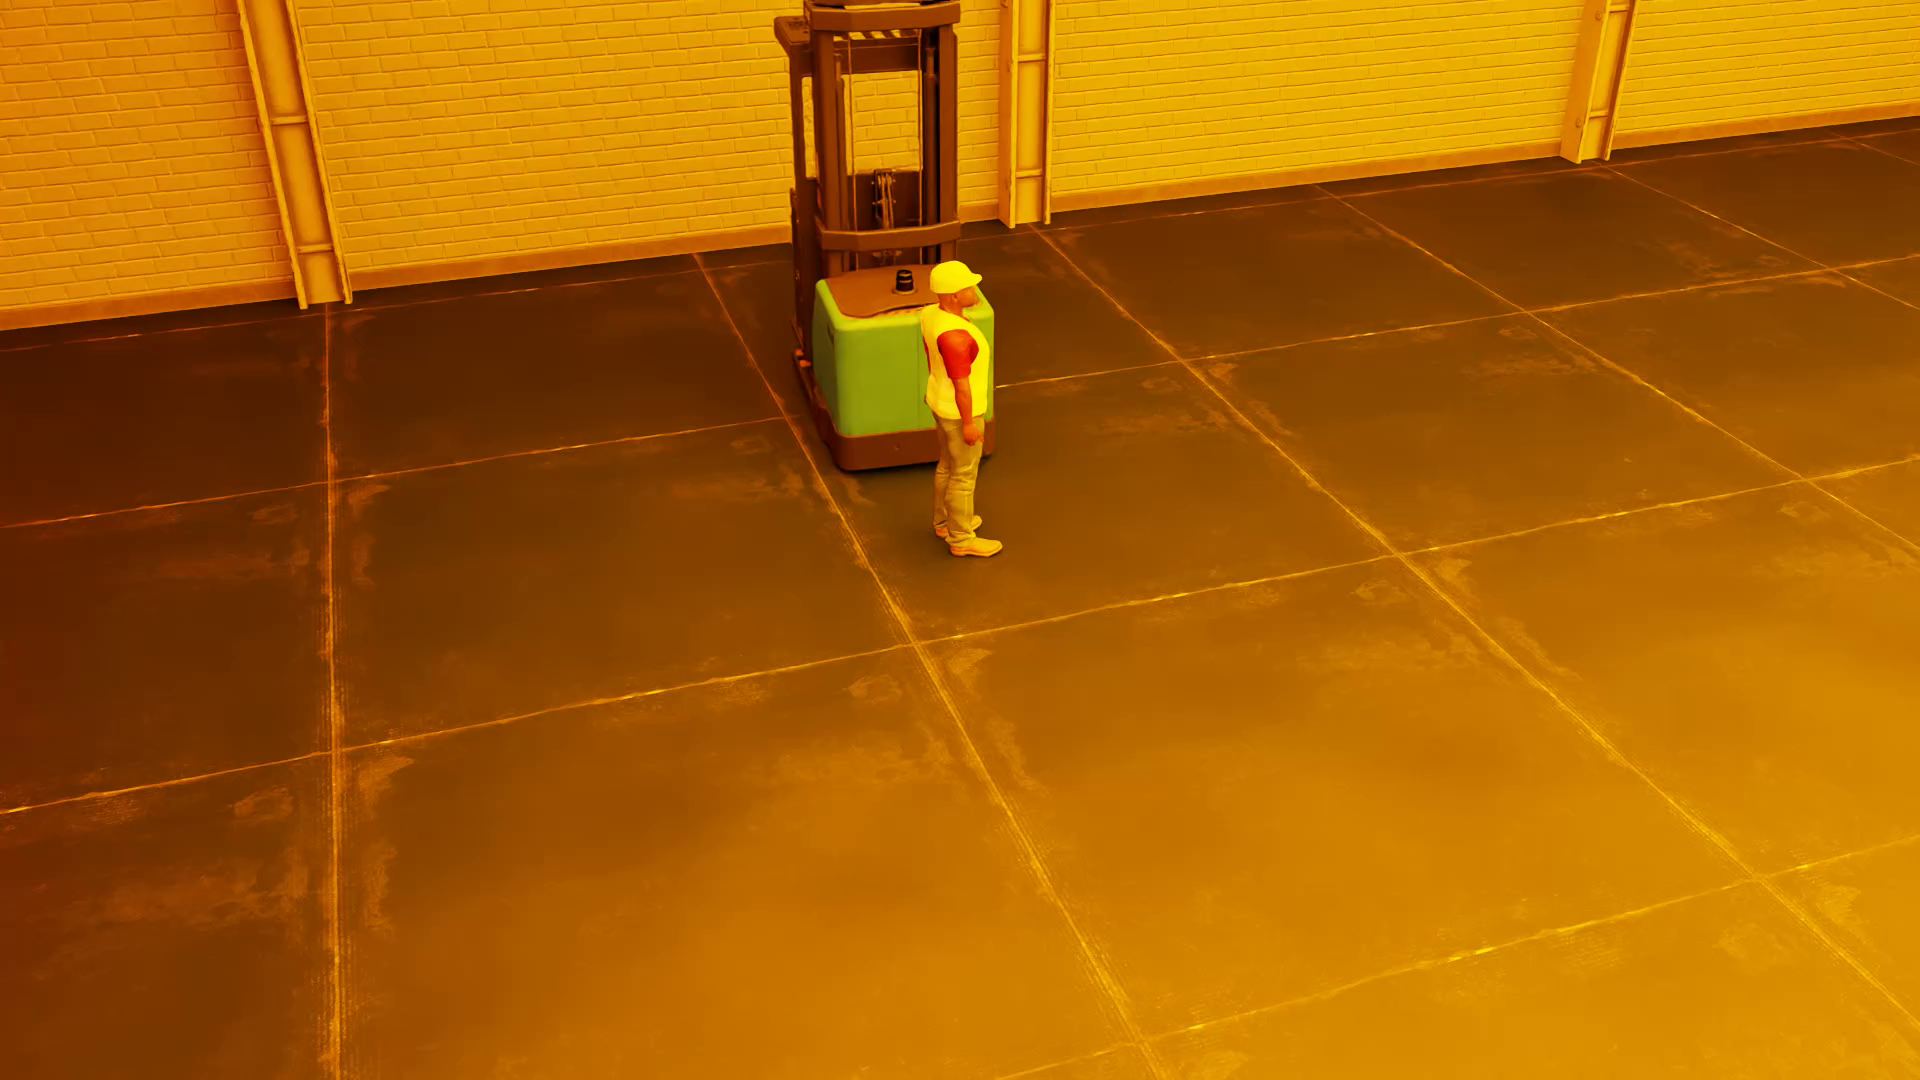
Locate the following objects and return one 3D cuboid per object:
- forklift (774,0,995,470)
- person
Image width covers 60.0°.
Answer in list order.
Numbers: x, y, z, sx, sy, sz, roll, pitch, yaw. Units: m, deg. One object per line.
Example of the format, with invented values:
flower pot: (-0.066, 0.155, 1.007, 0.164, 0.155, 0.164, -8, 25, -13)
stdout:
forklift: (-0.614, -2.438, 11.324, 1.130, 2.935, 3.031, -7, 31, -12)
person: (-0.002, -0.766, 9.588, 0.395, 1.770, 0.556, -10, 31, -16)
